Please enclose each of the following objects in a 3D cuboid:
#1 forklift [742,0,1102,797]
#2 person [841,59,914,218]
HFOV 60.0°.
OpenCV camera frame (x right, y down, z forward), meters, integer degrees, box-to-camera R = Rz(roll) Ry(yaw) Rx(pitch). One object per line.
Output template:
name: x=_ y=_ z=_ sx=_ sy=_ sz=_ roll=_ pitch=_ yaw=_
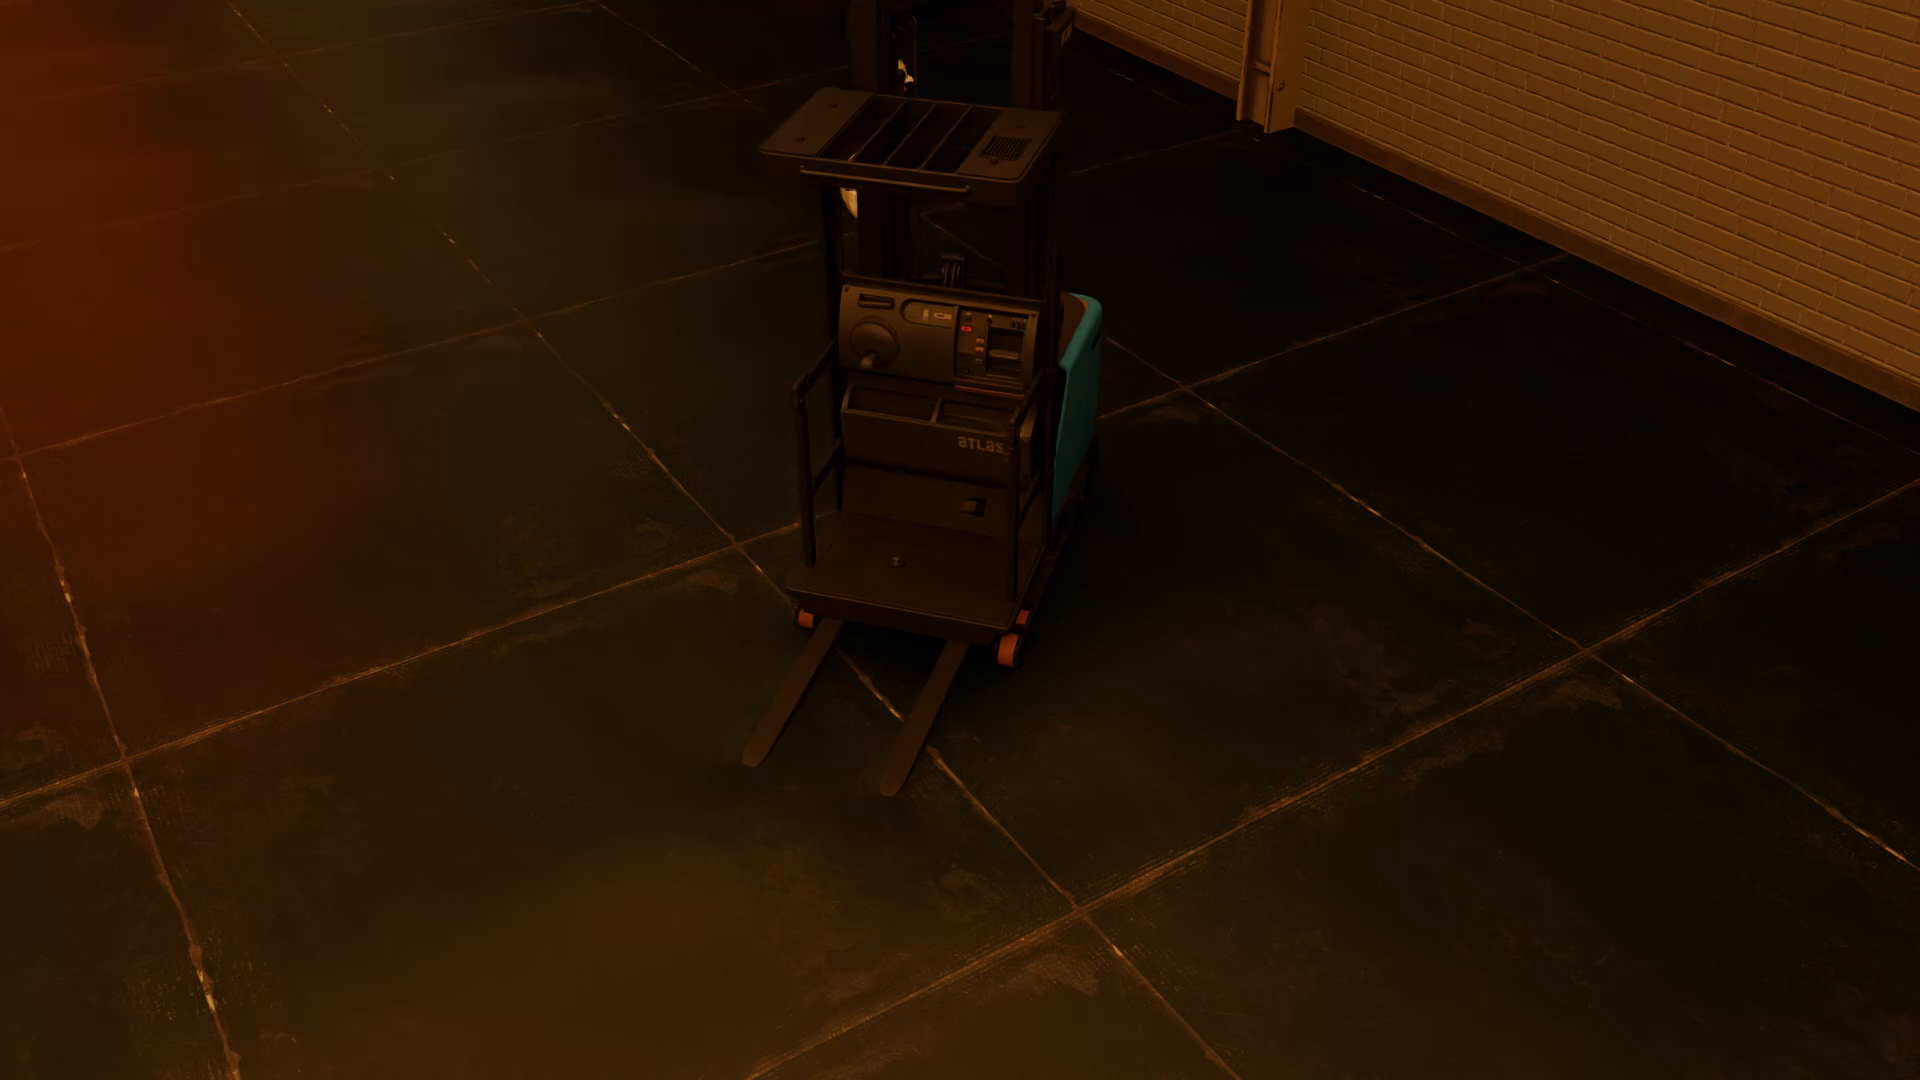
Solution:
forklift: x=-0.161 y=-0.854 z=7.363 sx=1.130 sy=2.935 sz=3.031 roll=10 pitch=36 yaw=14
person: x=-0.478 y=-2.059 z=10.101 sx=0.462 sy=1.759 sz=0.628 roll=-9 pitch=36 yaw=-13
